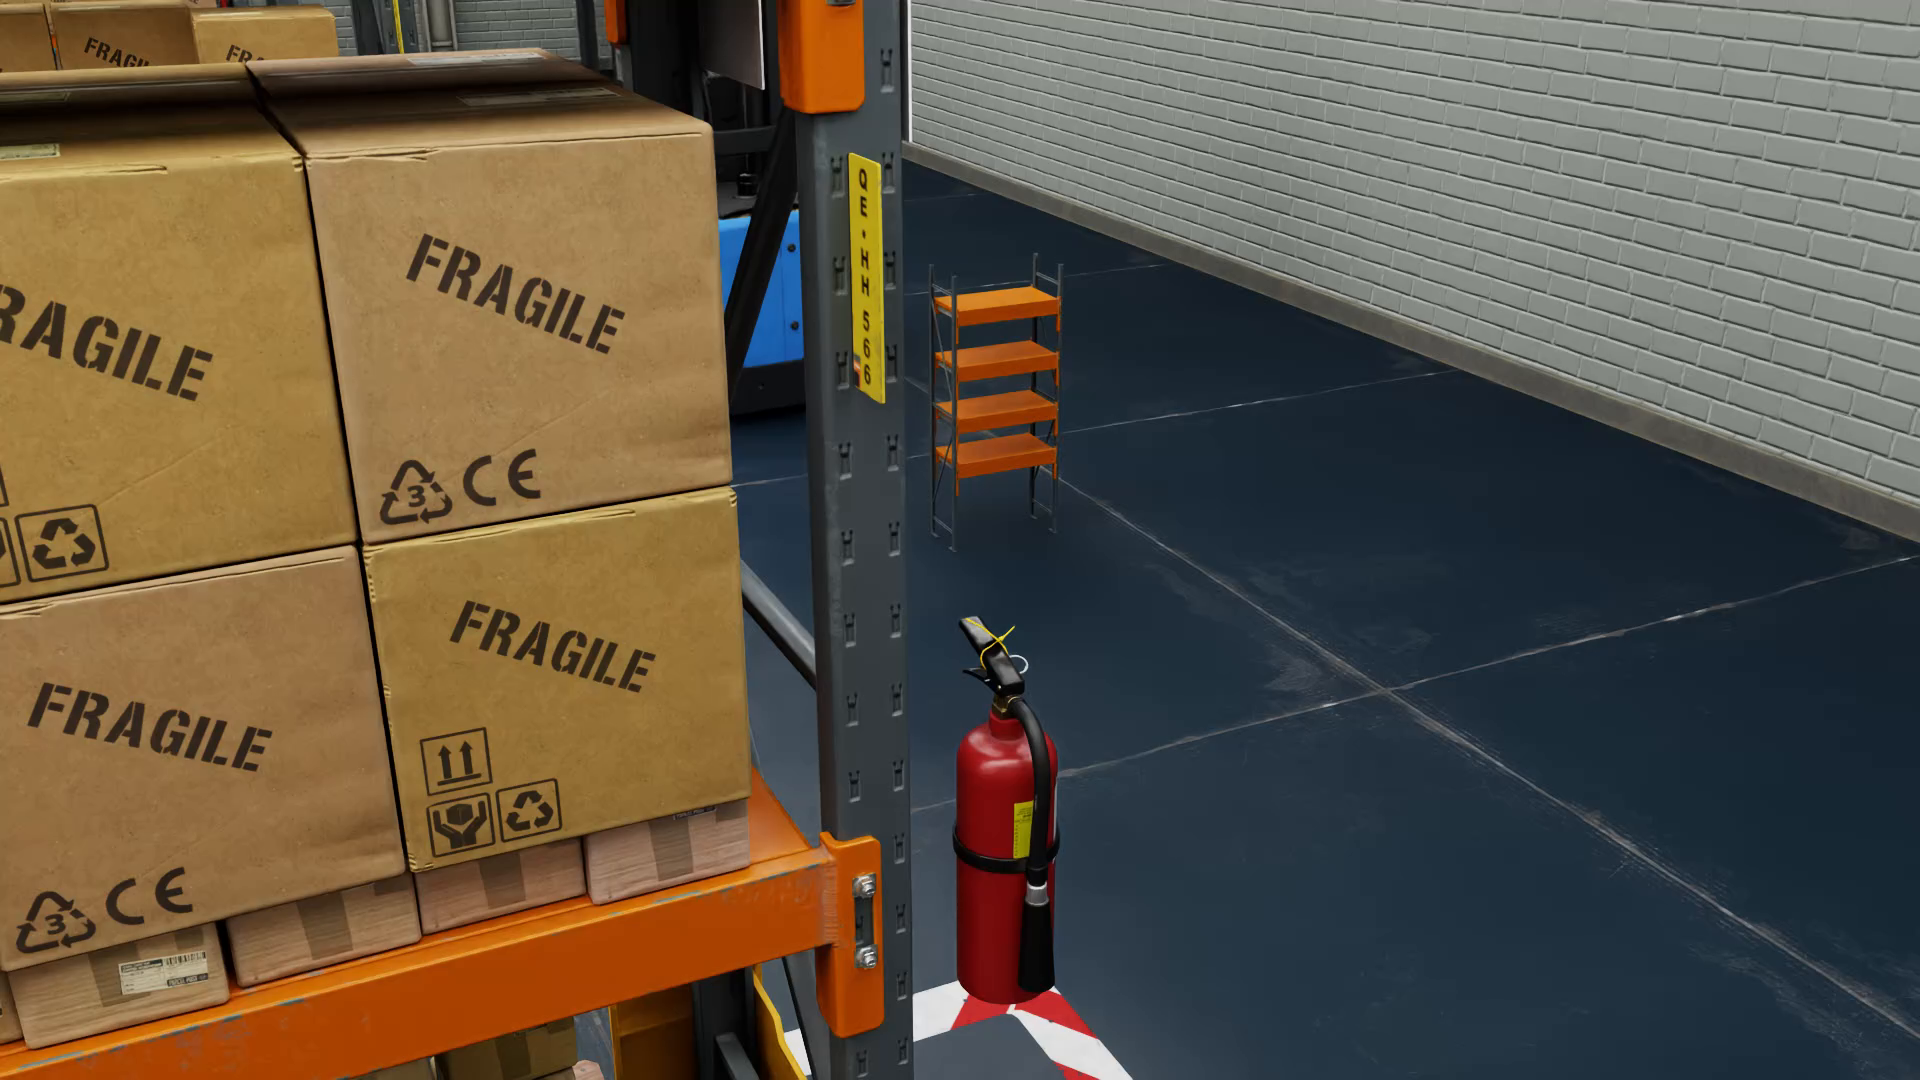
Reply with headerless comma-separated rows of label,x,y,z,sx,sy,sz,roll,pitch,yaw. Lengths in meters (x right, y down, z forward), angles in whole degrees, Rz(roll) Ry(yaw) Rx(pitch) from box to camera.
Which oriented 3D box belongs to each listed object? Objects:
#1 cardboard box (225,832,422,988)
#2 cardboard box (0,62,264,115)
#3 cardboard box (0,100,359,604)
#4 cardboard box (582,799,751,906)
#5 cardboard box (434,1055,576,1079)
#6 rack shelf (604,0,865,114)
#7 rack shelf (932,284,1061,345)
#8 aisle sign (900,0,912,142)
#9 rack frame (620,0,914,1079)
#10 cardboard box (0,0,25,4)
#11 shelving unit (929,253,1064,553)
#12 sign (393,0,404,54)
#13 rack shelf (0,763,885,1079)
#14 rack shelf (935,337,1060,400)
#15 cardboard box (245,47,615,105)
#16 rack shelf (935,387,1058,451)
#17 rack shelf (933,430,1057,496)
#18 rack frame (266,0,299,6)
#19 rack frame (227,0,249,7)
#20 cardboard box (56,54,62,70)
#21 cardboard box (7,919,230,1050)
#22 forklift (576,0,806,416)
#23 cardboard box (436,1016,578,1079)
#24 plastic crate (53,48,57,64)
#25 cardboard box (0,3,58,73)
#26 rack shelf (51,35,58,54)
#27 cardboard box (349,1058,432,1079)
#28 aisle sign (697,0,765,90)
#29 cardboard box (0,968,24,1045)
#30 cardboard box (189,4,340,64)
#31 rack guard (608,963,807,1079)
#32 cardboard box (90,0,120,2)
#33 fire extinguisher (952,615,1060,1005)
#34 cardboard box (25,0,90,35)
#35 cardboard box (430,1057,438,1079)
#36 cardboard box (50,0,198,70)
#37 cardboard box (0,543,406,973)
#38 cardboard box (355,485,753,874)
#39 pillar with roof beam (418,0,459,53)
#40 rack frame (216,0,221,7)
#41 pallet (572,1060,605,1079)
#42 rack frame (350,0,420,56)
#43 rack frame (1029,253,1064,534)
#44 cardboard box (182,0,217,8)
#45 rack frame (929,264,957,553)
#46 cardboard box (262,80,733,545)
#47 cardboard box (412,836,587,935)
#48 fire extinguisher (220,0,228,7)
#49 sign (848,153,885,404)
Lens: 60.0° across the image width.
cardboard box,-0.980,0.477,2.505,0.250,0.149,0.380,-11,25,-24
cardboard box,-1.320,-0.443,2.570,0.500,0.500,0.500,-10,24,-22
cardboard box,-1.110,-0.266,2.143,0.500,0.500,0.500,-11,25,-25
cardboard box,-0.520,0.402,2.686,0.250,0.149,0.380,-10,25,-24
cardboard box,-0.932,1.118,3.416,0.250,0.149,0.380,-9,24,-21
rack shelf,-2.151,-0.588,1.766,4.000,0.370,1.077,-10,25,-24
rack shelf,0.149,-0.945,6.937,0.480,0.148,0.258,-10,25,-24
aisle sign,-0.153,-0.976,2.286,0.004,0.787,0.394,-10,25,-24
rack frame,-0.350,0.133,3.007,0.053,2.616,0.949,-10,25,-24
cardboard box,-8.359,-4.633,14.390,0.500,0.500,0.500,-11,25,-24
shelving unit,0.149,-0.582,7.087,0.503,1.200,0.258,-10,25,-24
sign,-2.186,-2.047,6.450,0.005,0.325,0.100,-10,25,-24
rack shelf,-2.151,0.798,2.340,4.000,0.370,1.077,-10,25,-24
rack shelf,0.149,-0.726,7.027,0.480,0.148,0.258,-10,25,-24
cardboard box,-0.868,-0.528,2.778,0.500,0.500,0.500,-11,25,-24
rack shelf,0.149,-0.520,7.113,0.480,0.148,0.258,-10,25,-24
rack shelf,0.149,-0.336,7.189,0.480,0.148,0.258,-10,25,-24
rack frame,-4.557,-3.299,11.297,0.127,3.000,1.000,-10,25,-24
rack frame,-6.702,-5.006,15.423,0.127,3.000,1.000,-10,25,-24
cardboard box,-10.345,-5.435,19.177,0.500,0.500,0.700,-11,25,-25
cardboard box,-1.199,0.527,2.383,0.250,0.149,0.380,-10,24,-22
forklift,-1.670,-2.493,9.440,1.130,2.935,3.031,-13,26,-28
cardboard box,-0.968,0.952,3.428,0.250,0.149,0.380,-12,25,-26
plastic crate,-6.108,-3.103,10.965,0.300,0.233,0.416,-10,25,-24
cardboard box,-3.873,-1.849,6.622,0.500,0.500,0.500,-11,25,-25
rack shelf,-8.504,-4.342,14.759,4.000,0.370,1.077,-10,25,-24
cardboard box,-1.164,1.040,3.217,0.250,0.149,0.380,-10,24,-23
aisle sign,-0.413,-1.182,2.786,0.004,0.787,0.394,-10,25,-24
cardboard box,-1.450,0.561,2.302,0.250,0.149,0.380,-12,25,-26
cardboard box,-2.734,-1.835,6.588,0.500,0.500,0.500,-10,25,-23
rack guard,-0.417,1.302,3.452,0.348,0.500,1.175,-10,25,-24
cardboard box,-7.453,-4.797,14.787,0.500,0.500,0.500,-10,25,-23
fire extinguisher,0.079,0.460,2.807,0.183,0.674,0.296,-10,25,-24
cardboard box,-7.905,-4.716,14.591,0.500,0.500,0.500,-10,25,-23
cardboard box,-0.960,1.234,3.525,0.250,0.149,0.380,-10,24,-23
cardboard box,-3.409,-1.937,6.834,0.500,0.500,0.500,-11,25,-25
cardboard box,-1.108,0.197,2.331,0.500,0.500,0.500,-11,25,-24
cardboard box,-0.642,0.114,2.534,0.500,0.500,0.500,-10,24,-23
pillar with roof beam,-4.929,-8.747,16.616,0.400,9.000,9.100,-10,25,-24
rack frame,-8.853,-6.713,19.545,0.127,3.000,1.000,-10,25,-24
pallet,-1.164,1.558,3.211,1.213,0.211,1.003,-10,25,-24
rack frame,-2.409,-1.592,7.174,0.127,3.000,1.000,-10,25,-24
rack frame,0.369,-0.622,7.185,0.015,1.200,0.240,-10,25,-24
cardboard box,-6.987,-4.885,14.998,0.500,0.500,0.500,-10,24,-22
rack frame,-0.071,-0.541,6.989,0.015,1.200,0.240,-10,25,-24
cardboard box,-0.653,-0.350,2.346,0.500,0.500,0.500,-11,25,-25
cardboard box,-0.760,0.430,2.618,0.250,0.149,0.380,-10,25,-24
fire extinguisher,-8.517,-6.371,19.308,0.183,0.674,0.296,-10,25,-24
sign,-0.126,-0.352,2.252,0.005,0.325,0.100,-10,25,-24
